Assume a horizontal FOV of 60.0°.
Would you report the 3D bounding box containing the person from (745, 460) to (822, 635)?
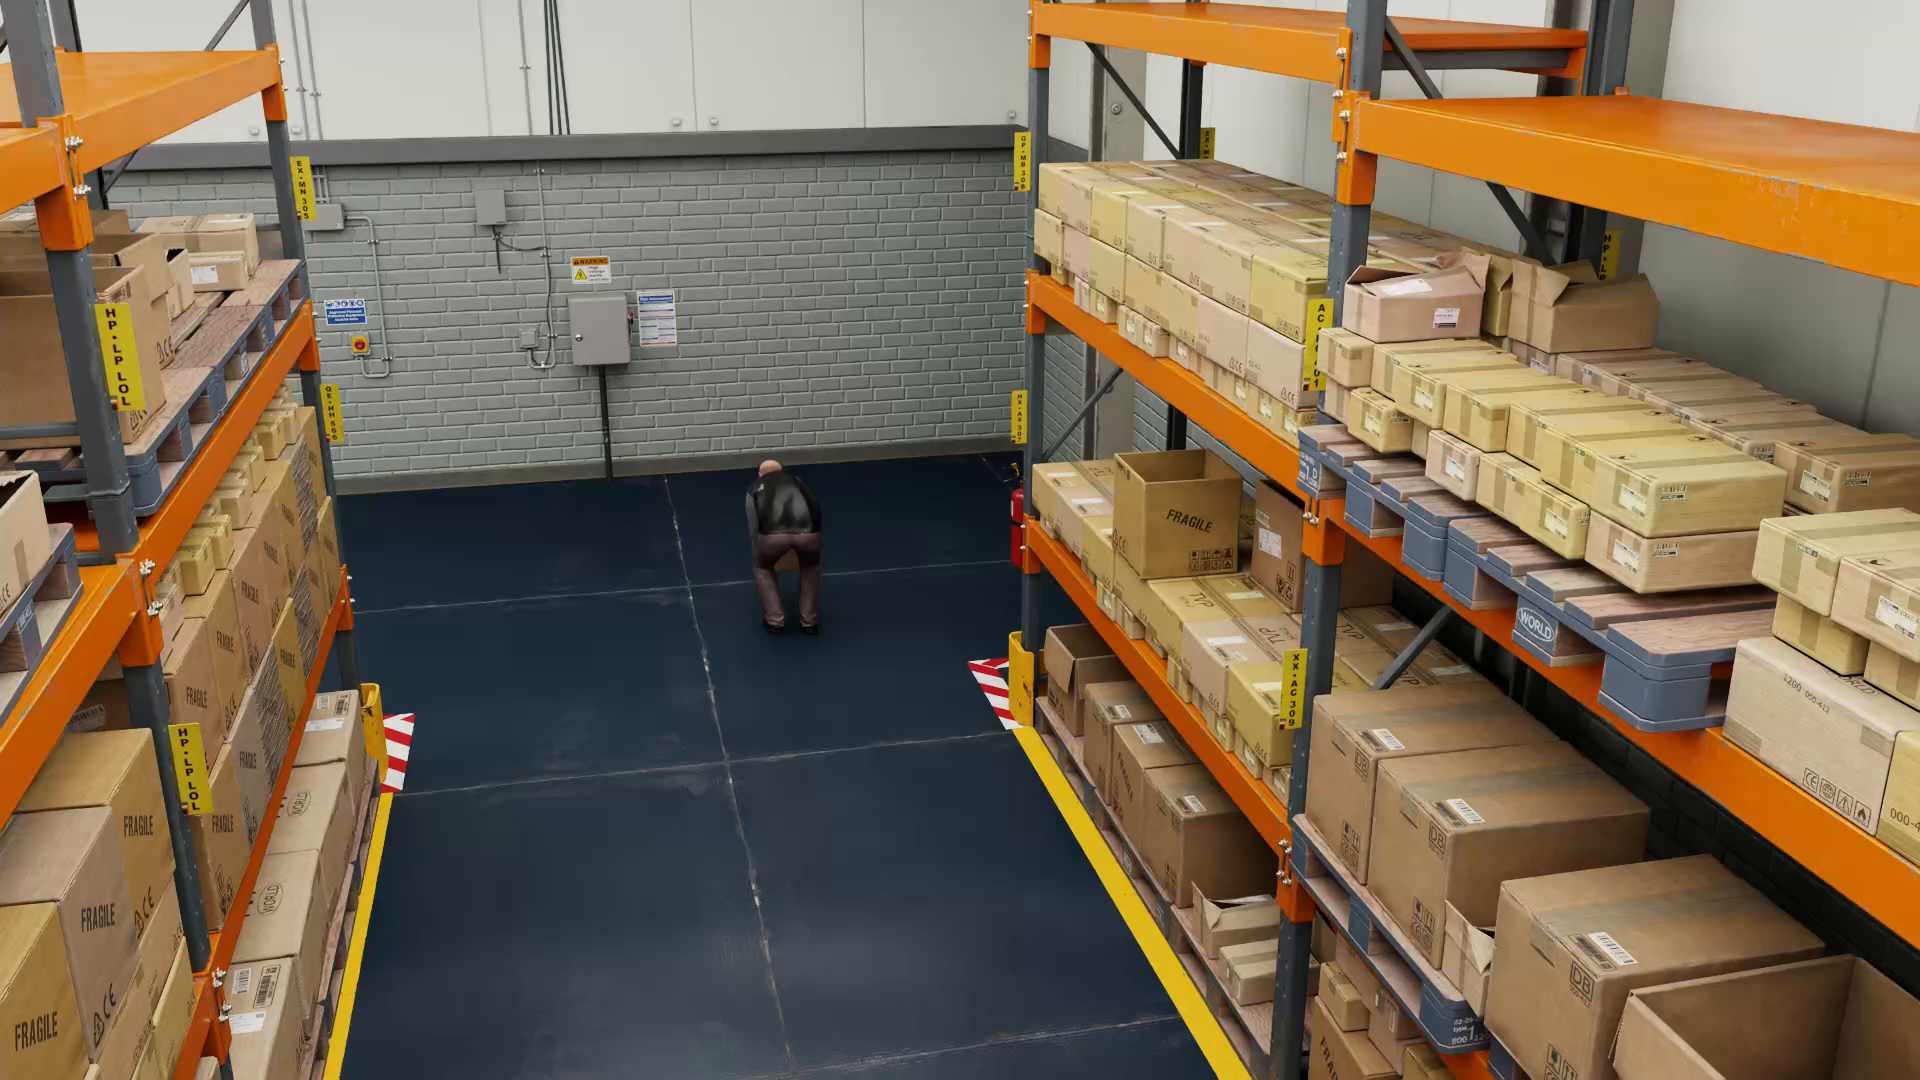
[{"bbox_3d":[-1.255,0.057,11.869,0.482,1.108,0.946,-5,20,-15],"label":"person"}]
